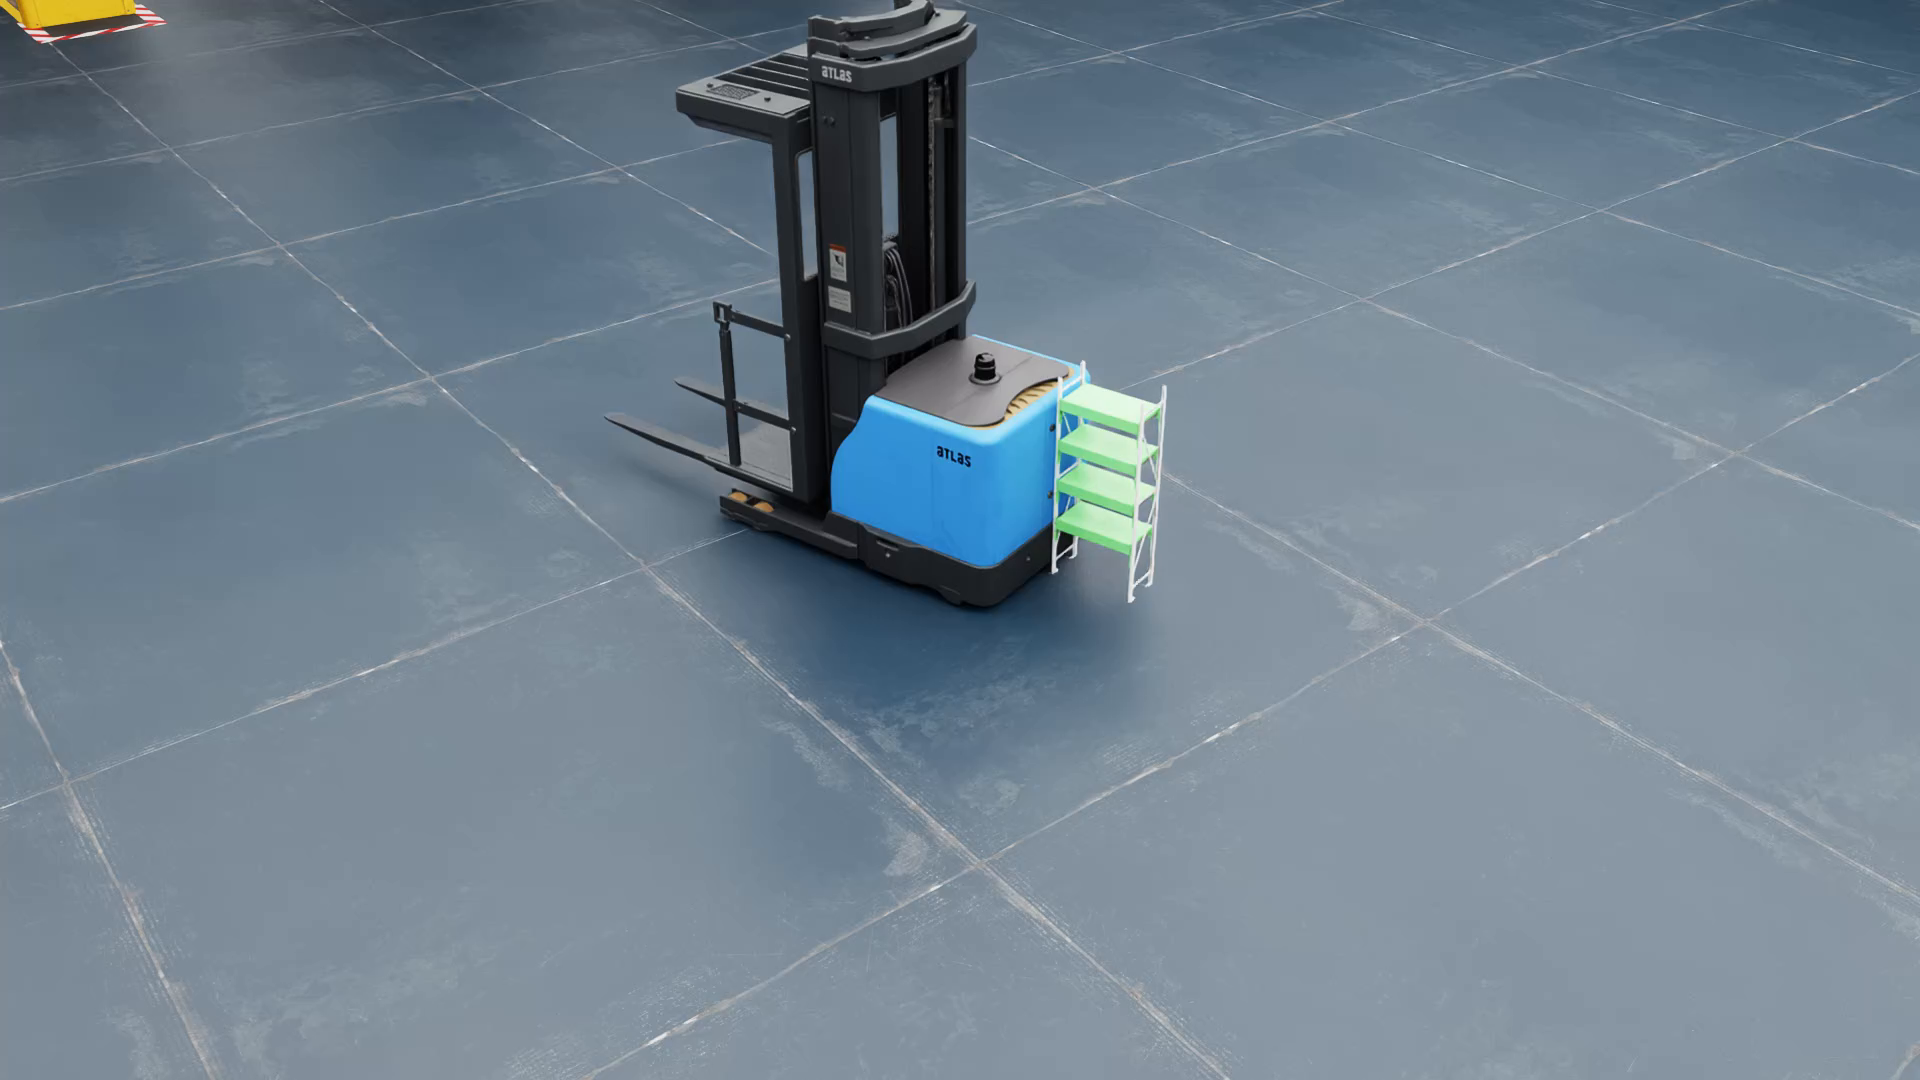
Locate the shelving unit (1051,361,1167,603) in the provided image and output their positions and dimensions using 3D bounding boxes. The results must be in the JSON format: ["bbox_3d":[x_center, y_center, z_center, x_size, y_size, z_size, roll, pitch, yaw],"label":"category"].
[{"bbox_3d":[0.779,-0.298,8.820,0.503,1.200,0.258,21,37,30],"label":"shelving unit"}]

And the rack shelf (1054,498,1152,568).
[{"bbox_3d":[0.779,-0.040,8.980,0.480,0.148,0.258,21,37,30],"label":"rack shelf"}]

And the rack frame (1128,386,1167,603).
[{"bbox_3d":[0.977,-0.223,8.699,0.015,1.200,0.240,21,37,30],"label":"rack frame"}]

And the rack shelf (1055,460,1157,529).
[{"bbox_3d":[0.779,-0.244,8.854,0.480,0.148,0.258,21,37,30],"label":"rack shelf"}]

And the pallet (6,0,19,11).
[{"bbox_3d":[-10.630,-6.444,19.653,1.003,0.211,1.213,-22,38,-31],"label":"pallet"}]

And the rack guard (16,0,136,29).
[{"bbox_3d":[-10.136,-6.227,19.029,1.175,0.500,0.348,-22,38,-31],"label":"rack guard"}]

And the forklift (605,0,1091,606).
[{"bbox_3d":[-0.776,-1.501,9.115,3.031,2.935,1.130,21,37,30],"label":"forklift"}]

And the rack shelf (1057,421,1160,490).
[{"bbox_3d":[0.779,-0.448,8.727,0.480,0.148,0.258,21,37,30],"label":"rack shelf"}]

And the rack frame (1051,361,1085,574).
[{"bbox_3d":[0.580,-0.373,8.940,0.015,1.200,0.240,21,37,30],"label":"rack frame"}]

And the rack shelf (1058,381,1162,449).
[{"bbox_3d":[0.779,-0.652,8.600,0.480,0.148,0.258,21,37,30],"label":"rack shelf"}]
